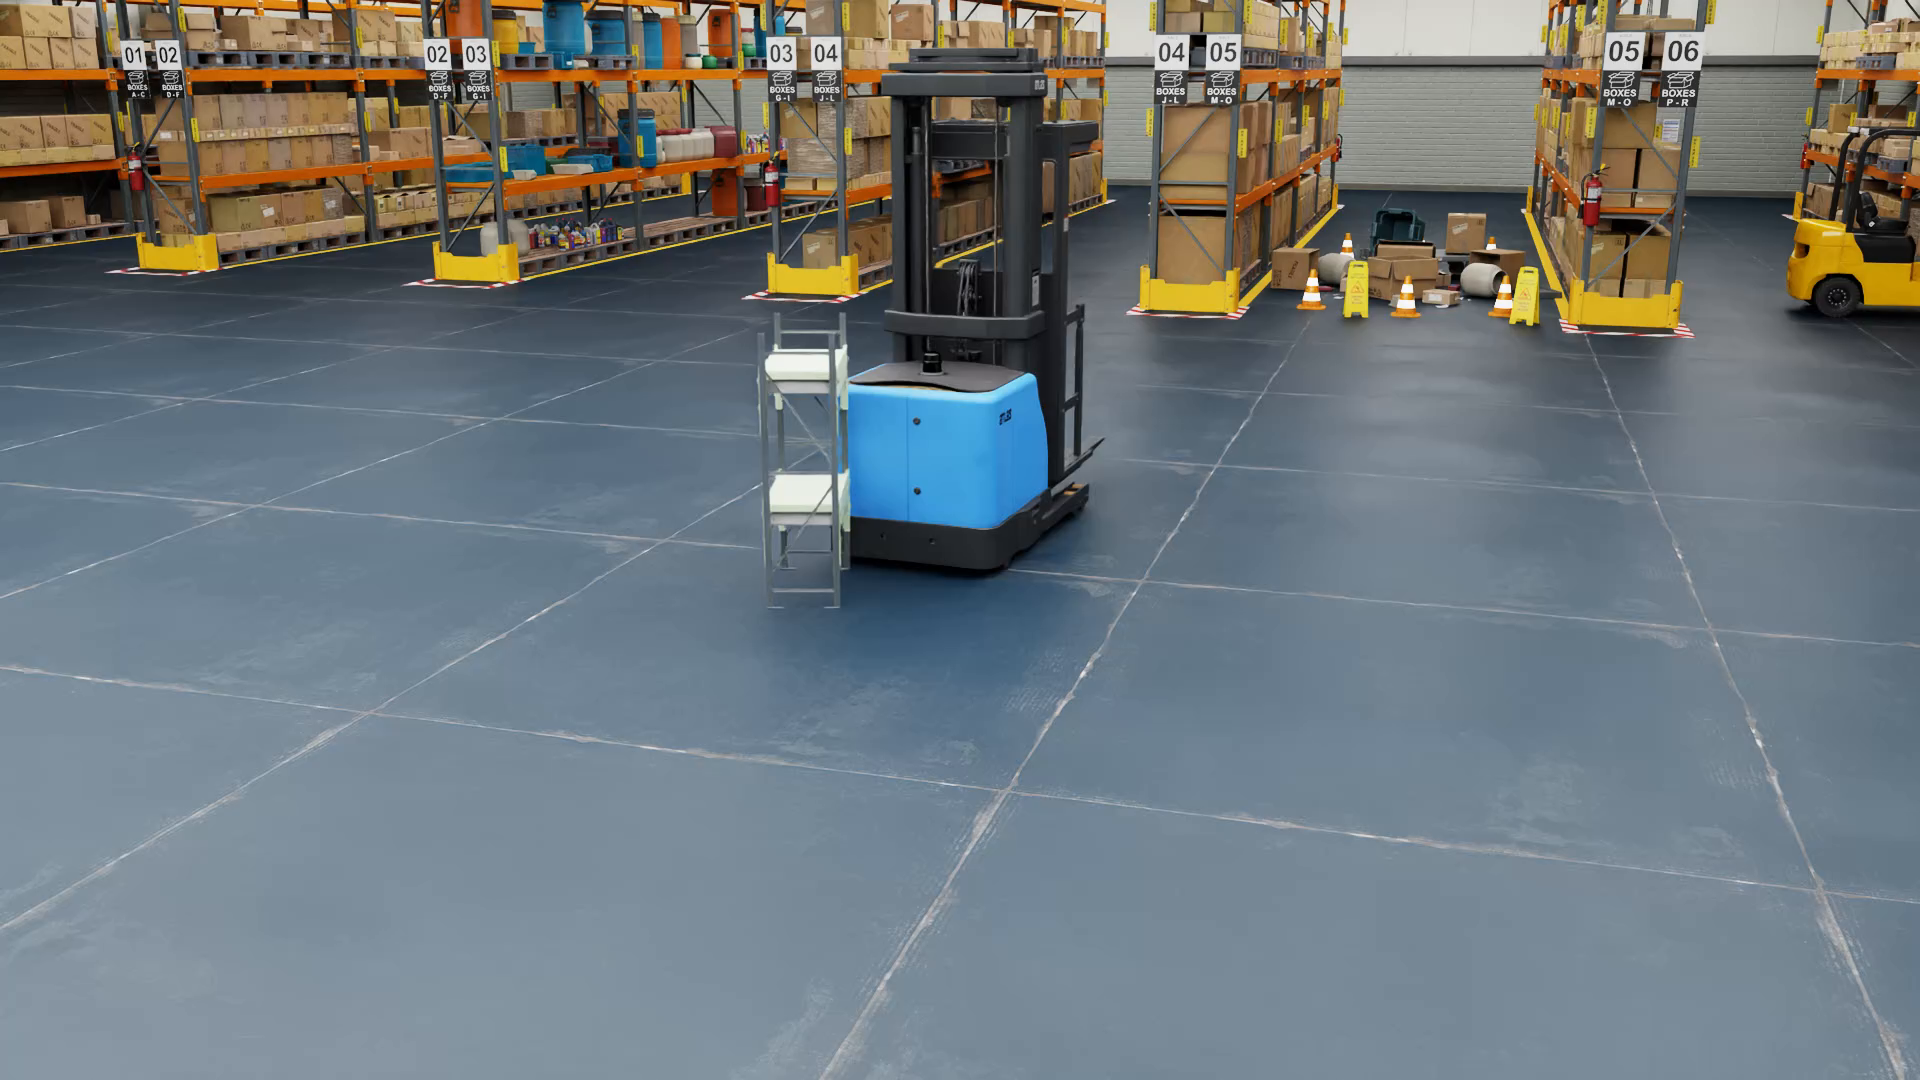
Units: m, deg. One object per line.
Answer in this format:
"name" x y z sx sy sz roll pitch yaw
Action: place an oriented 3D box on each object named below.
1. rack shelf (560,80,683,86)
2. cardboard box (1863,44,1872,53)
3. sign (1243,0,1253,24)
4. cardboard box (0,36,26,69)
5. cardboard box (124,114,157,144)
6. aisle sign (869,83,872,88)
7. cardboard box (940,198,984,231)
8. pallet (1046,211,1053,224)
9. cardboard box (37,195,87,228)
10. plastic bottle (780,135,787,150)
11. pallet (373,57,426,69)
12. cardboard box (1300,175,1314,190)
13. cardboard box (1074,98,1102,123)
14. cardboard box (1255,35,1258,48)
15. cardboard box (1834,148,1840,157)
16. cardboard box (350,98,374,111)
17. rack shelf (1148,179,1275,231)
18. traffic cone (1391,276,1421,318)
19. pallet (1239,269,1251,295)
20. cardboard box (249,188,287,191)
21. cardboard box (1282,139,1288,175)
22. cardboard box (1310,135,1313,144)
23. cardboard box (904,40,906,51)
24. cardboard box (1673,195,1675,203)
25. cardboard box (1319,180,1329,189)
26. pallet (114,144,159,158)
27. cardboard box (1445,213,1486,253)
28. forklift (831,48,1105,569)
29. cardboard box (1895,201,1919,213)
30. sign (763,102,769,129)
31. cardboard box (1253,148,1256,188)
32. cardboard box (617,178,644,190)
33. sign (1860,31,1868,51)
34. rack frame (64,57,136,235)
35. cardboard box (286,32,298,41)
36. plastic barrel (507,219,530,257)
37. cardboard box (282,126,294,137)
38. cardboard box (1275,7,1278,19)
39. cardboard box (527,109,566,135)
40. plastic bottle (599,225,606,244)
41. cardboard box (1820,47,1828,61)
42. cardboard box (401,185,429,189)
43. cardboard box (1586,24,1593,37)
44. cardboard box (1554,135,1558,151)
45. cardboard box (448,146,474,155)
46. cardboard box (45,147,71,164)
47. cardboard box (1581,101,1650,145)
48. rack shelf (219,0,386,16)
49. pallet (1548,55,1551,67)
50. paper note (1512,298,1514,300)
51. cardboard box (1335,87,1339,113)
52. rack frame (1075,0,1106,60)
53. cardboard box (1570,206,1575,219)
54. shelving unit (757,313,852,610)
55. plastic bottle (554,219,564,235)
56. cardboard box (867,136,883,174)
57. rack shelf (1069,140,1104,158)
"rack shelf" -7.458 -10.196 36.600 1.077 0.370 4.000 5 16 16
"cardboard box" 15.159 -8.114 27.450 0.380 0.149 0.250 5 17 16
"sign" 3.318 -6.113 19.140 0.100 0.325 0.005 5 16 16
"cardboard box" -15.390 -7.804 26.629 0.500 0.500 0.500 6 17 19
"cardboard box" -14.707 -7.402 29.938 0.700 0.500 0.500 6 17 22
"aisle sign" -1.840 -10.484 37.030 0.394 0.787 0.004 5 16 16
"cardboard box" 0.017 -5.446 27.808 0.700 0.500 0.500 3 16 11
"pallet" 1.324 -6.257 32.003 1.003 0.211 1.213 5 16 16
"cardboard box" -15.307 -5.600 28.351 0.500 0.500 0.500 3 16 12
"plastic bottle" -3.431 -7.679 32.134 0.152 0.276 0.135 5 16 16
"pallet" -9.585 -8.404 29.311 1.003 0.211 1.213 5 17 18
"cardboard box" 6.069 -6.408 29.860 0.500 0.250 0.500 5 17 19
"cardboard box" 2.721 -9.137 35.400 0.500 0.500 0.500 5 17 17
"cardboard box" 3.479 -6.157 20.551 0.380 0.149 0.250 5 16 16
"cardboard box" 15.831 -6.911 29.659 0.380 0.149 0.250 4 16 15
"cardboard box" -12.819 -9.245 35.288 0.500 0.250 0.500 5 17 17
"rack shelf" 3.356 -4.433 21.780 1.077 0.370 4.000 5 16 16
"traffic cone" 5.287 -2.888 19.662 0.336 0.463 0.334 5 16 16
"pallet" 3.288 -3.448 22.098 1.003 0.211 1.213 5 16 16
"cardboard box" -11.015 -5.364 26.638 0.500 0.500 0.500 5 16 16
"cardboard box" 4.619 -5.730 24.851 0.500 0.500 0.500 5 16 16
"cardboard box" 6.201 -7.289 30.222 0.380 0.149 0.250 5 17 16
"cardboard box" -0.968 -6.898 23.197 0.380 0.149 0.250 5 17 18
"cardboard box" 8.184 -4.043 19.548 0.380 0.149 0.250 5 17 17
"cardboard box" 7.191 -7.124 33.314 0.380 0.149 0.250 5 17 18
"pallet" -14.693 -6.962 29.730 1.003 0.211 1.213 5 16 16
"cardboard box" 6.984 -4.237 22.963 0.500 0.500 0.500 5 16 16
"forklift" 0.221 -1.601 10.603 1.130 2.935 3.031 6 17 19
"cardboard box" 14.493 -5.068 25.322 0.380 0.149 0.250 4 16 13
"sign" -2.466 -5.424 21.255 0.100 0.325 0.005 5 16 16
"cardboard box" 3.375 -4.853 21.667 0.875 0.550 0.500 5 16 16
"cardboard box" -7.497 -8.078 37.081 0.797 0.503 0.637 5 16 16
"sign" 15.210 -8.386 27.953 0.100 0.325 0.005 5 16 16
"rack frame" -15.050 -6.866 29.038 1.000 3.000 0.127 5 16 16
"cardboard box" -10.849 -7.900 26.323 0.500 0.311 0.500 4 16 13
"plastic barrel" -6.432 -4.365 24.013 0.421 0.512 0.421 0 16 0
"cardboard box" -10.606 -6.353 25.859 0.380 0.149 0.250 5 17 18
"cardboard box" 4.054 -7.072 22.314 0.380 0.149 0.250 5 16 16
"cardboard box" -8.510 -8.534 33.968 0.700 0.500 0.500 7 17 25
"plastic bottle" -5.519 -4.715 25.629 0.061 0.283 0.133 6 17 20
"cardboard box" 16.481 -9.120 31.217 0.500 0.250 0.500 4 16 15
"cardboard box" -9.881 -6.292 30.259 0.500 0.311 0.500 4 16 14
"cardboard box" 8.066 -6.388 20.857 0.380 0.149 0.250 4 16 15
"cardboard box" 9.730 -6.306 26.424 0.500 0.250 0.500 5 16 16
"cardboard box" -9.153 -7.151 30.506 0.380 0.149 0.250 5 16 16
"cardboard box" -15.172 -6.393 27.611 0.500 0.250 0.500 5 16 16
"cardboard box" 7.649 -4.853 19.382 0.700 0.500 0.500 5 17 16
"rack shelf" -13.345 -10.783 33.907 1.077 0.370 4.000 5 16 16
"pallet" 11.563 -8.970 31.122 1.003 0.211 1.213 5 16 16
"paper note" 7.017 -3.058 21.054 0.142 0.019 0.148 -1 16 -3
"cardboard box" 7.443 -8.975 33.914 0.500 0.500 0.500 4 16 15
"rack frame" 2.608 -11.739 35.226 1.000 3.000 0.127 5 16 16
"cardboard box" 8.035 -4.201 21.349 0.380 0.149 0.250 5 17 18
"shelving unit" -0.844 -0.448 9.160 0.431 1.500 0.755 0 16 0
"plastic bottle" -6.232 -4.806 25.826 0.144 0.351 0.185 4 16 14
"cardboard box" -1.546 -5.267 22.675 0.875 0.500 0.500 5 16 16
"rack shelf" 2.039 -7.984 34.298 1.077 0.370 4.000 5 16 16
